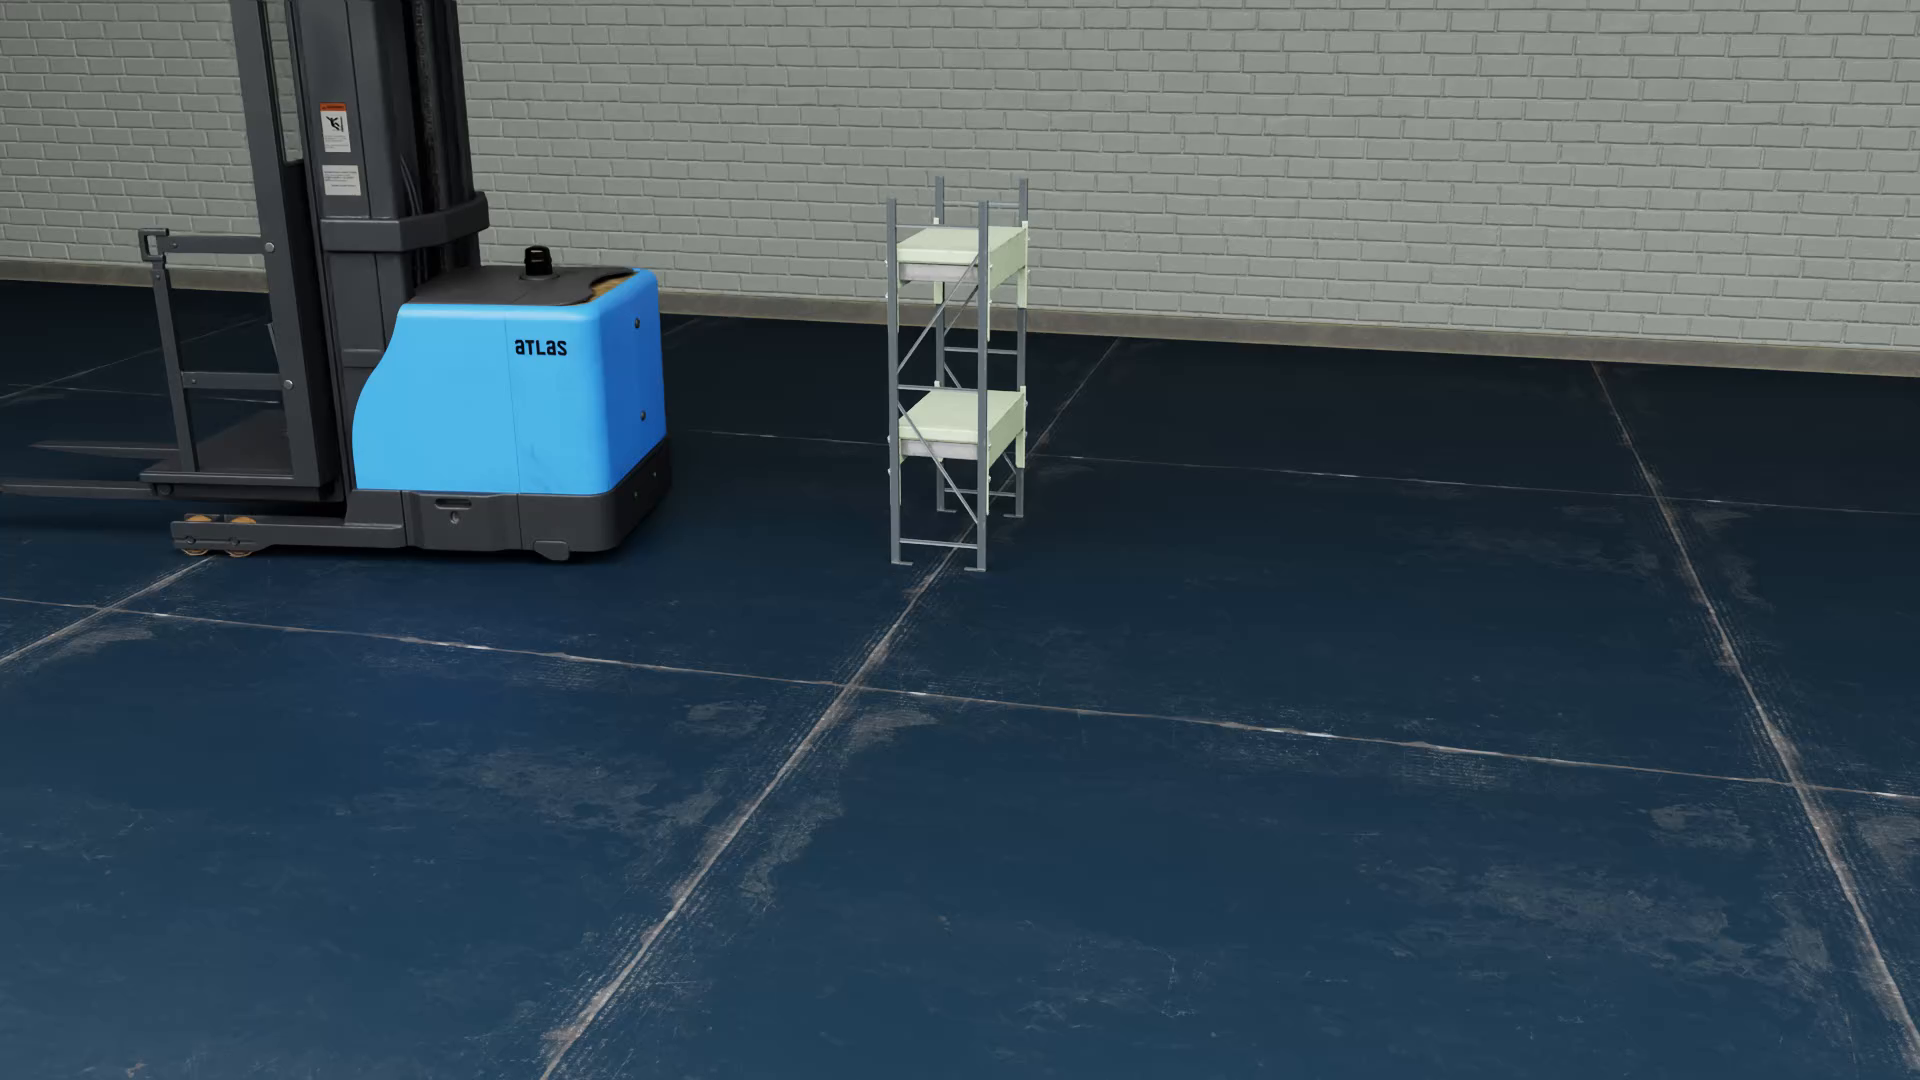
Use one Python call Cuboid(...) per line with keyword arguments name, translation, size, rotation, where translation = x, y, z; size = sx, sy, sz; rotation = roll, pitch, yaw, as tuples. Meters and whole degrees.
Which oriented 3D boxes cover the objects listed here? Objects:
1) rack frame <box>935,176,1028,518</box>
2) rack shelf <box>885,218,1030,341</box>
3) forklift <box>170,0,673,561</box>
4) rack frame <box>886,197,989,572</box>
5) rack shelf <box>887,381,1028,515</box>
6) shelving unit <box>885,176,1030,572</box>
Cuboid(name="rack frame", translation=(0.091, -0.827, 7.287), size=(0.400, 1.500, 0.023), rotation=(5, 19, 13))
Cuboid(name="rack shelf", translation=(0.002, -1.081, 6.825), size=(0.431, 0.370, 0.720), rotation=(5, 19, 13))
Cuboid(name="forklift", translation=(-2.882, -1.482, 6.991), size=(3.031, 2.935, 1.130), rotation=(2, 19, 5))
Cuboid(name="rack frame", translation=(-0.088, -0.597, 6.615), size=(0.400, 1.500, 0.023), rotation=(5, 19, 13))
Cuboid(name="rack shelf", translation=(0.002, -0.403, 7.057), size=(0.431, 0.370, 0.720), rotation=(5, 19, 13))
Cuboid(name="shelving unit", translation=(0.002, -0.712, 6.951), size=(0.431, 1.500, 0.755), rotation=(5, 19, 13))
